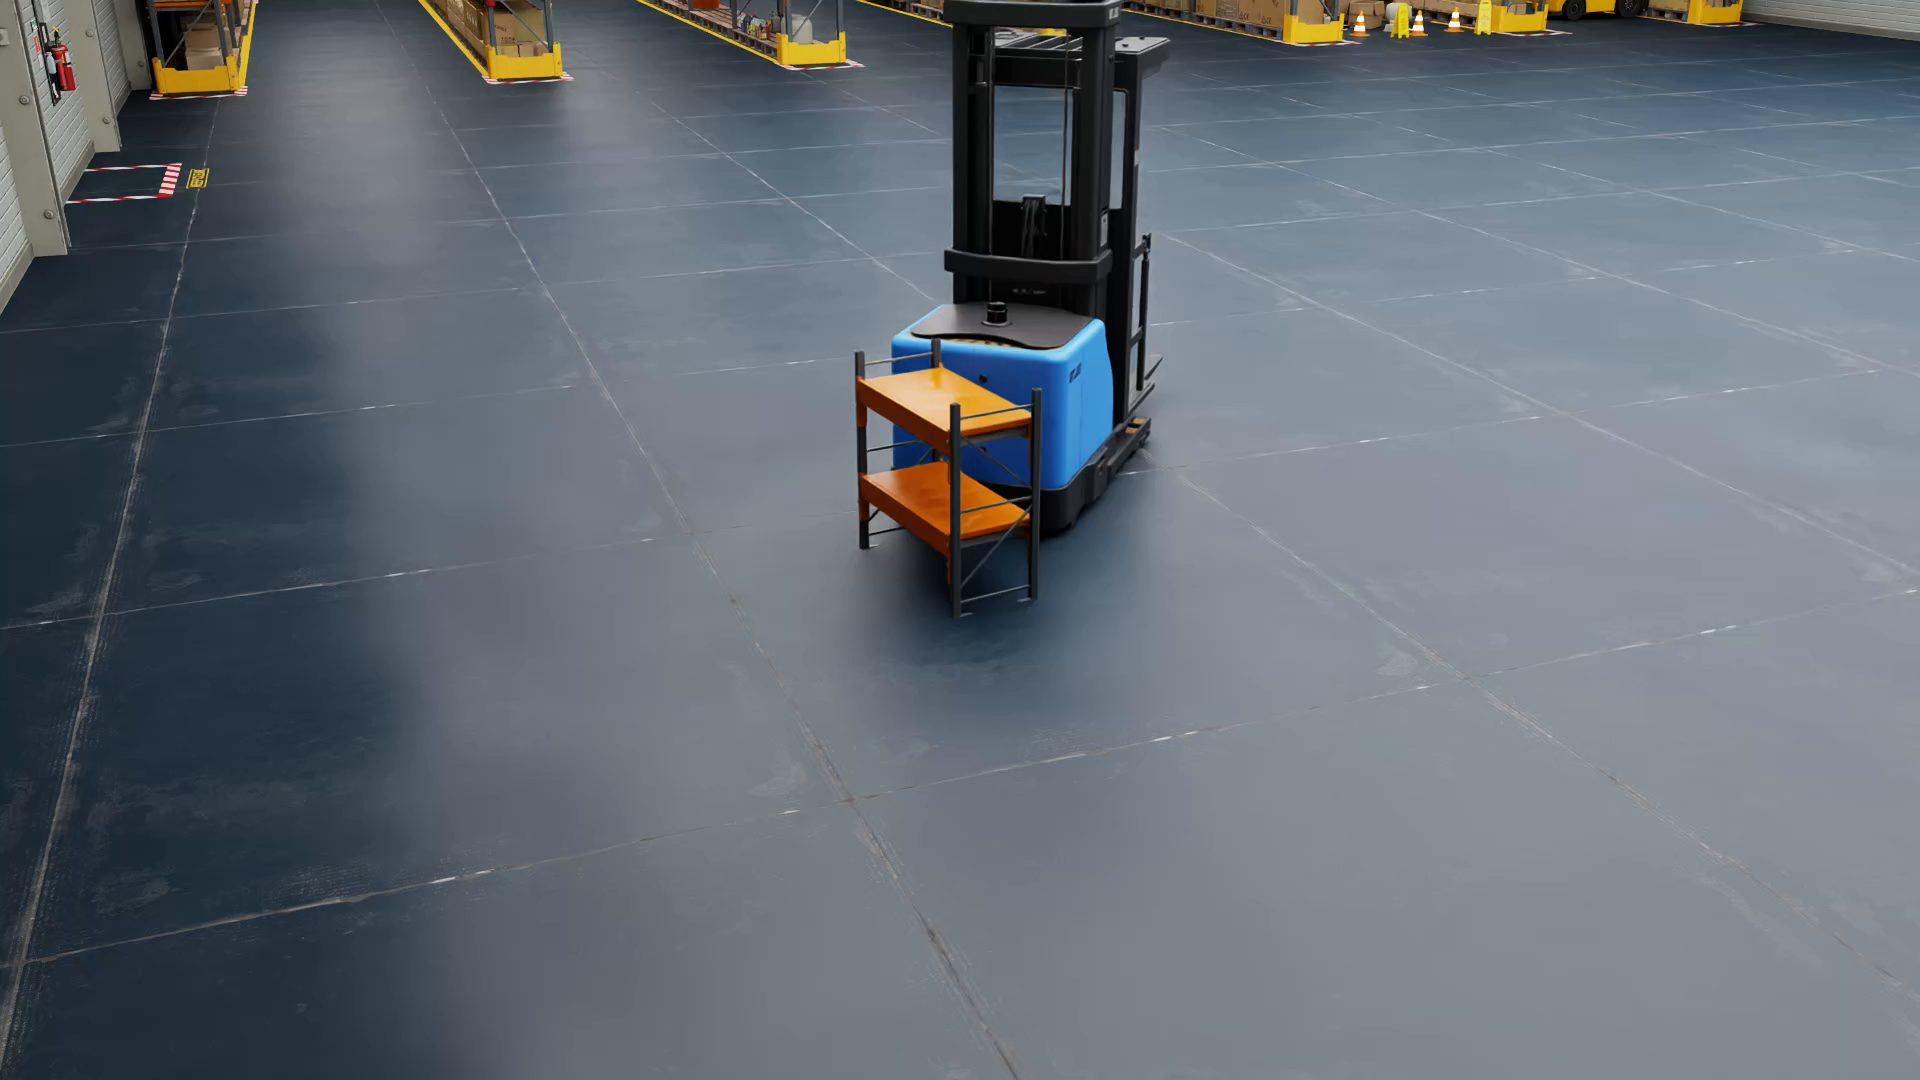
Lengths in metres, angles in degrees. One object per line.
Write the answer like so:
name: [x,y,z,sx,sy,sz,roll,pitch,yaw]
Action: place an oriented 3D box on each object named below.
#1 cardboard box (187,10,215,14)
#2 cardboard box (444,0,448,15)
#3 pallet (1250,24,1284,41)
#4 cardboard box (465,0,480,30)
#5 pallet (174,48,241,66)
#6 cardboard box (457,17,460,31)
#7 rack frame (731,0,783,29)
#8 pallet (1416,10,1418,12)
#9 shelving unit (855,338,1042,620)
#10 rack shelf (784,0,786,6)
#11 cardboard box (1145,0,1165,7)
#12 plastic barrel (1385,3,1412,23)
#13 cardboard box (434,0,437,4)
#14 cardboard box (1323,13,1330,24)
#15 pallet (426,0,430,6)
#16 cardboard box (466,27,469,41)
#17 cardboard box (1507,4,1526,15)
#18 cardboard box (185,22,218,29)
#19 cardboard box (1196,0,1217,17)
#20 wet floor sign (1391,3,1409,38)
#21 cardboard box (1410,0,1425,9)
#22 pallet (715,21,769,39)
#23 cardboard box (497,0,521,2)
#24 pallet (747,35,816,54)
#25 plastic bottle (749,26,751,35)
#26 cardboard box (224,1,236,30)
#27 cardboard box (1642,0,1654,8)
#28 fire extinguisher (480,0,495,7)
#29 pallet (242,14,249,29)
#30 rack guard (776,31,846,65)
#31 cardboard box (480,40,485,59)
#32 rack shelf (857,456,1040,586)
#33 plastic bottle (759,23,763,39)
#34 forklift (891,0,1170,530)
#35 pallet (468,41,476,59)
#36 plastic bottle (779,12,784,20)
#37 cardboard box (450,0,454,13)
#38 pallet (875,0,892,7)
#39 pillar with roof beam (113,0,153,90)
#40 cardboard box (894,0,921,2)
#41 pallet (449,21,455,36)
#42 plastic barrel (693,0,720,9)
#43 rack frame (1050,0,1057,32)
cardboard box: [-13.630,-9.613,29.881,0.500,0.250,0.500,-9,24,-20]
cardboard box: [-10.526,-11.284,34.813,0.500,0.500,0.500,-7,24,-17]
pallet: [6.439,-10.016,32.741,1.003,0.211,1.213,-8,24,-19]
cardboard box: [-8.508,-9.352,29.612,0.500,0.500,0.500,-8,24,-19]
pallet: [-12.926,-8.267,28.593,1.003,0.211,1.213,-8,24,-19]
cardboard box: [-9.339,-9.880,31.828,0.500,0.250,0.500,-8,24,-18]
rack frame: [-3.928,-11.151,31.844,1.000,3.000,0.127,-8,24,-19]
pallet: [9.700,-12.188,37.895,1.003,0.211,1.213,-8,24,-19]
shelving unit: [-0.076,-0.343,8.617,0.538,1.125,1.048,-12,26,-27]
rack shelf: [-3.221,-10.093,30.260,1.077,0.370,4.000,-8,24,-19]
cardboard box: [4.741,-12.195,36.678,1.050,0.750,0.750,-8,24,-19]
plastic barrel: [9.244,-11.092,35.022,0.512,0.421,0.421,8,24,18]
cardboard box: [-11.446,-12.221,37.035,0.500,0.500,0.500,-9,25,-21]
cardboard box: [7.712,-10.842,34.633,0.396,0.266,0.258,-4,23,-10]
pallet: [-12.066,-12.788,39.319,1.003,0.211,1.213,-8,24,-19]
cardboard box: [-8.683,-9.189,30.189,0.500,0.250,0.500,-8,24,-19]
cardboard box: [11.364,-10.994,34.472,0.500,0.250,0.500,-9,24,-19]
cardboard box: [-12.792,-8.471,28.137,0.500,0.500,0.500,-10,25,-23]
cardboard box: [5.538,-11.450,34.750,0.875,0.875,0.875,-8,24,-18]
wet floor sign: [8.657,-10.197,32.613,0.267,0.644,0.232,-13,26,-28]
cardboard box: [10.132,-11.673,36.082,0.500,0.250,0.500,-7,24,-16]
pallet: [-4.242,-10.146,33.050,1.003,0.211,1.213,-8,24,-19]
cardboard box: [-8.029,-9.423,29.778,0.500,0.500,0.500,-8,24,-19]
pallet: [-3.295,-9.172,30.740,1.003,0.211,1.213,-8,24,-19]
plastic bottle: [-3.886,-9.539,31.057,0.097,0.201,0.097,0,23,0]
cardboard box: [-14.306,-10.041,31.864,0.700,0.500,0.500,-8,24,-18]
cardboard box: [15.236,-11.838,36.474,0.500,0.250,0.500,-8,24,-18]
fire extinguisher: [-7.543,-8.877,26.548,0.296,0.674,0.183,-8,24,-19]
pallet: [-15.244,-10.699,34.363,1.003,0.211,1.213,-8,24,-19]
rack guard: [-2.586,-8.567,28.931,1.175,0.500,0.348,-8,24,-19]
cardboard box: [-7.804,-8.280,28.032,0.500,0.250,0.500,-8,24,-19]
rack shelf: [-0.076,-0.118,8.711,0.538,0.278,1.000,-12,26,-27]
plastic bottle: [-3.632,-9.295,30.373,0.061,0.283,0.133,-8,24,-18]
forklift: [0.592,-1.948,10.097,1.130,2.935,3.031,8,24,19]
pallet: [-8.321,-8.893,30.077,1.003,0.211,1.213,-8,24,-19]
plastic bottle: [-3.363,-9.869,31.646,0.144,0.351,0.185,-10,25,-22]
cardboard box: [-9.694,-10.505,32.589,0.500,0.311,0.500,-9,24,-20]
pallet: [-1.343,-12.738,39.201,1.003,0.211,1.213,-8,24,-19]
pillar with roof beam: [-8.812,-11.829,25.729,9.100,9.000,0.400,-8,24,-19]
cardboard box: [-0.932,-12.752,37.838,1.225,0.875,0.875,-10,25,-21]
pallet: [-9.722,-10.336,33.502,1.003,0.211,1.213,-8,24,-19]
plastic barrel: [-5.530,-11.973,36.049,0.600,0.830,0.708,-8,24,-19]
rack frame: [2.119,-10.377,30.008,1.000,3.000,0.127,-8,24,-19]
